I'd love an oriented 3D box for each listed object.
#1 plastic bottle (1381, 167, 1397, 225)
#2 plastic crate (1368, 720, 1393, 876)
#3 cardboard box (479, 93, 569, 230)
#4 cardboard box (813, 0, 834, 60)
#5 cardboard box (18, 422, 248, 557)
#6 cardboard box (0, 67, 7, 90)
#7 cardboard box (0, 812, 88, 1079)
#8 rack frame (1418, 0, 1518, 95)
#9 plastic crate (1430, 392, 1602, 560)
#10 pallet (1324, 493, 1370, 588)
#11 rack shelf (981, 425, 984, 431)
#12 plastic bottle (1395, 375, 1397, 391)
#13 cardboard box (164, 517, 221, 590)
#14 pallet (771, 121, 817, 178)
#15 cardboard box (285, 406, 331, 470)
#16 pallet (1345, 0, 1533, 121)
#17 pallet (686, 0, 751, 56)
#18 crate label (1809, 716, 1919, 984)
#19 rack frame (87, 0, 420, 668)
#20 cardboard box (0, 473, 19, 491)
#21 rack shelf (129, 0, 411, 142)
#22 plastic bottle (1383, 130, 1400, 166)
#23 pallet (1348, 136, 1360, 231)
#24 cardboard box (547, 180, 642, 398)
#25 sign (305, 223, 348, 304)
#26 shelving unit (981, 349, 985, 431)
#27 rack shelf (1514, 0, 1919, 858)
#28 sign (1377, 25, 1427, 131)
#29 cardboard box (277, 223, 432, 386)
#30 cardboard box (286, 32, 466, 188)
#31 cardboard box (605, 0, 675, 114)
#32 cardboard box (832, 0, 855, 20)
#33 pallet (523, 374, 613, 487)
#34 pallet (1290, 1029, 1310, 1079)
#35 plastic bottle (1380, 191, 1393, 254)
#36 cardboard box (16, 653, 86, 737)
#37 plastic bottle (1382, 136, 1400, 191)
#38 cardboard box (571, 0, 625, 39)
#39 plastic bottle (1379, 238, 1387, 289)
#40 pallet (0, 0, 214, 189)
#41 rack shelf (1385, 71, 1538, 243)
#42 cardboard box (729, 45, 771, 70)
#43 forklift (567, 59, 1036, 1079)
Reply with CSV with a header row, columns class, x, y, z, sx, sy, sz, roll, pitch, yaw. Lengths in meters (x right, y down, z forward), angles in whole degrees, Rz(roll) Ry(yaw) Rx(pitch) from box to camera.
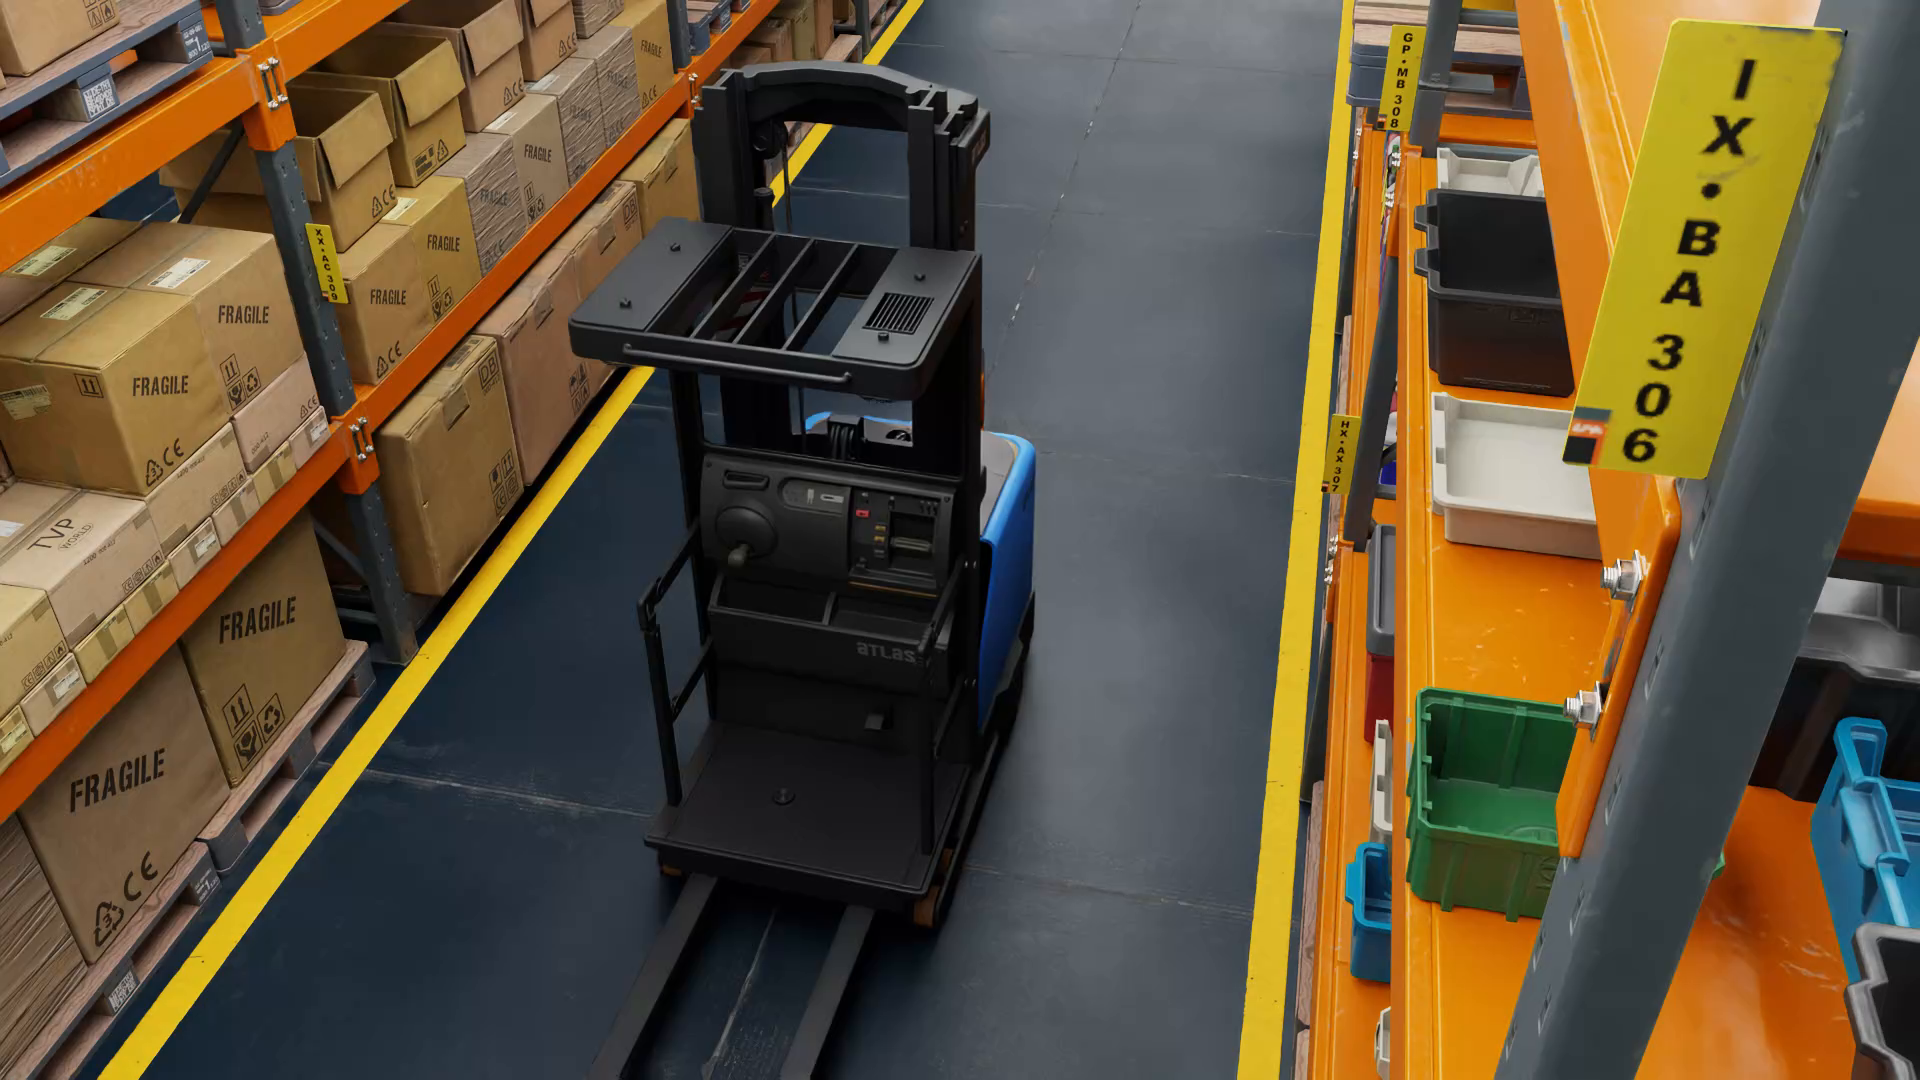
class,x,y,z,sx,sy,sz,roll,pitch,yaw
plastic bottle,2.107,-1.687,8.121,0.061,0.283,0.133,7,37,10
plastic crate,1.376,0.759,4.697,0.437,0.282,0.530,7,37,10
cardboard box,-2.295,-1.883,8.207,0.500,0.500,0.500,8,37,11
cardboard box,-1.400,-4.141,13.163,0.700,0.500,0.500,5,36,6
cardboard box,-2.903,-0.215,5.865,0.500,0.250,0.500,8,37,11
cardboard box,-3.184,-1.440,4.596,0.700,0.500,0.500,9,37,12
cardboard box,-3.558,1.347,5.289,0.875,0.875,0.875,7,37,10
rack frame,1.882,-2.546,4.095,1.000,3.000,0.127,7,37,10
plastic crate,1.227,-0.148,3.566,0.437,0.136,0.530,7,37,10
pallet,2.346,-0.127,8.245,1.003,0.211,1.213,7,37,10
rack shelf,-0.011,-0.386,7.906,0.215,0.259,0.240,7,37,10
plastic bottle,1.728,-0.543,6.549,0.152,0.276,0.135,7,37,10
cardboard box,-2.866,0.022,5.878,0.380,0.149,0.250,8,37,11
pallet,-1.671,-3.047,12.275,1.003,0.211,1.213,7,37,10
cardboard box,-2.702,-0.421,6.488,0.380,0.149,0.250,8,37,10
pallet,1.954,-1.717,5.668,1.213,0.211,1.003,7,37,10
pallet,-2.054,-3.376,10.515,1.213,0.211,1.003,7,37,10
crate label,1.540,0.533,2.529,0.408,0.251,0.502,7,37,10
rack frame,-2.957,-0.738,6.712,1.000,3.000,0.127,7,37,10
cardboard box,-3.424,-0.277,5.950,0.500,0.250,0.500,7,37,10
rack shelf,-2.529,-2.808,7.625,1.077,0.370,4.000,7,37,10
plastic bottle,2.277,-2.088,8.684,0.097,0.271,0.097,0,36,0
pallet,3.202,-2.418,11.406,1.003,0.211,1.213,7,37,10
cardboard box,-2.468,-1.438,9.131,1.225,0.875,0.875,7,37,10
sign,-2.414,-1.052,6.340,0.100,0.325,0.005,7,37,10
shelving unit,-0.011,-0.394,7.900,0.215,1.050,0.252,7,37,10
rack shelf,1.455,-0.947,2.842,1.077,0.370,4.000,7,37,10
sign,1.345,-1.405,5.070,0.100,0.325,0.005,7,37,10
cardboard box,-2.614,-1.011,7.004,0.500,0.500,0.500,7,37,10
cardboard box,-2.670,-1.944,7.436,0.797,0.503,0.637,8,37,10
cardboard box,-1.966,-2.758,9.414,0.500,0.500,0.500,8,37,11
cardboard box,-1.123,-4.707,13.960,0.500,0.500,0.500,6,36,9
pallet,-2.607,-0.762,9.122,1.003,0.211,1.213,7,37,10
pallet,1.504,2.140,5.118,1.003,0.211,1.213,7,37,10
plastic bottle,2.037,-1.499,7.862,0.061,0.283,0.133,7,37,10
cardboard box,-3.031,0.462,5.271,0.380,0.149,0.250,8,37,11
plastic bottle,2.229,-1.887,8.404,0.152,0.276,0.135,7,37,10
cardboard box,-2.274,-3.061,8.977,0.797,0.503,0.637,9,37,12
plastic bottle,1.994,-1.297,7.525,0.144,0.351,0.185,7,37,10
pallet,-3.142,-1.449,5.213,1.003,0.211,1.213,7,37,10
rack shelf,2.309,-2.187,6.769,1.077,0.370,4.000,7,37,10
cardboard box,-1.758,-3.229,11.905,0.700,0.500,0.500,10,37,14
forklift,-0.530,0.013,5.734,1.130,2.935,3.031,9,37,12
